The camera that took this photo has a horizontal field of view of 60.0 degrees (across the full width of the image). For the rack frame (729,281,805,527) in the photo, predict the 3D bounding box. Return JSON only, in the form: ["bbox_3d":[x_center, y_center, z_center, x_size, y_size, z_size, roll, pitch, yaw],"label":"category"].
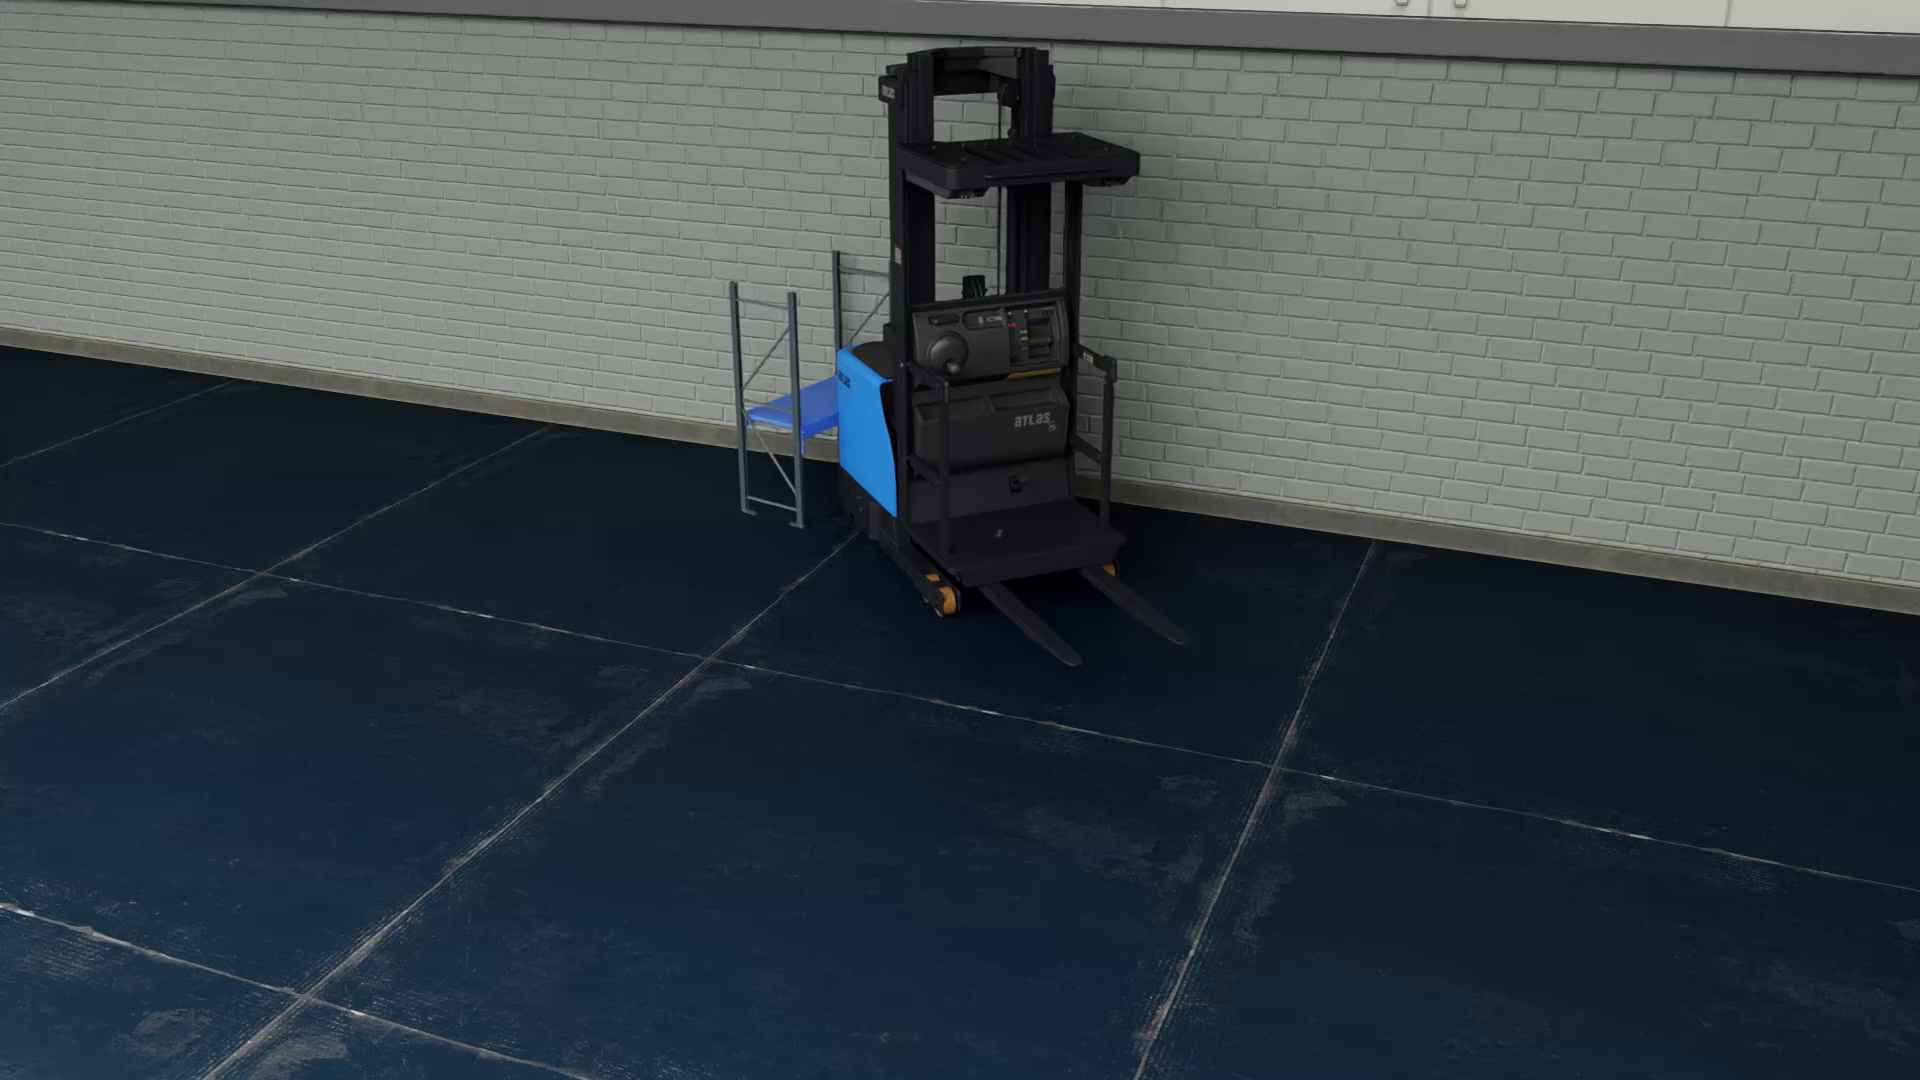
[{"bbox_3d":[-1.190,-0.829,10.288,0.500,1.500,0.032,14,27,31],"label":"rack frame"}]

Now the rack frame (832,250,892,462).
[{"bbox_3d":[-0.624,-1.154,11.067,0.500,1.500,0.032,14,27,31],"label":"rack frame"}]

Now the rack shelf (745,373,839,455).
[{"bbox_3d":[-0.907,-0.825,10.747,0.538,0.185,1.000,14,27,31],"label":"rack shelf"}]

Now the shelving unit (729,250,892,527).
[{"bbox_3d":[-0.907,-0.991,10.678,0.538,1.500,1.048,14,27,31],"label":"shelving unit"}]

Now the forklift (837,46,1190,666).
[{"bbox_3d":[0.263,-1.115,9.117,1.130,2.935,3.031,-9,24,-21],"label":"forklift"}]
